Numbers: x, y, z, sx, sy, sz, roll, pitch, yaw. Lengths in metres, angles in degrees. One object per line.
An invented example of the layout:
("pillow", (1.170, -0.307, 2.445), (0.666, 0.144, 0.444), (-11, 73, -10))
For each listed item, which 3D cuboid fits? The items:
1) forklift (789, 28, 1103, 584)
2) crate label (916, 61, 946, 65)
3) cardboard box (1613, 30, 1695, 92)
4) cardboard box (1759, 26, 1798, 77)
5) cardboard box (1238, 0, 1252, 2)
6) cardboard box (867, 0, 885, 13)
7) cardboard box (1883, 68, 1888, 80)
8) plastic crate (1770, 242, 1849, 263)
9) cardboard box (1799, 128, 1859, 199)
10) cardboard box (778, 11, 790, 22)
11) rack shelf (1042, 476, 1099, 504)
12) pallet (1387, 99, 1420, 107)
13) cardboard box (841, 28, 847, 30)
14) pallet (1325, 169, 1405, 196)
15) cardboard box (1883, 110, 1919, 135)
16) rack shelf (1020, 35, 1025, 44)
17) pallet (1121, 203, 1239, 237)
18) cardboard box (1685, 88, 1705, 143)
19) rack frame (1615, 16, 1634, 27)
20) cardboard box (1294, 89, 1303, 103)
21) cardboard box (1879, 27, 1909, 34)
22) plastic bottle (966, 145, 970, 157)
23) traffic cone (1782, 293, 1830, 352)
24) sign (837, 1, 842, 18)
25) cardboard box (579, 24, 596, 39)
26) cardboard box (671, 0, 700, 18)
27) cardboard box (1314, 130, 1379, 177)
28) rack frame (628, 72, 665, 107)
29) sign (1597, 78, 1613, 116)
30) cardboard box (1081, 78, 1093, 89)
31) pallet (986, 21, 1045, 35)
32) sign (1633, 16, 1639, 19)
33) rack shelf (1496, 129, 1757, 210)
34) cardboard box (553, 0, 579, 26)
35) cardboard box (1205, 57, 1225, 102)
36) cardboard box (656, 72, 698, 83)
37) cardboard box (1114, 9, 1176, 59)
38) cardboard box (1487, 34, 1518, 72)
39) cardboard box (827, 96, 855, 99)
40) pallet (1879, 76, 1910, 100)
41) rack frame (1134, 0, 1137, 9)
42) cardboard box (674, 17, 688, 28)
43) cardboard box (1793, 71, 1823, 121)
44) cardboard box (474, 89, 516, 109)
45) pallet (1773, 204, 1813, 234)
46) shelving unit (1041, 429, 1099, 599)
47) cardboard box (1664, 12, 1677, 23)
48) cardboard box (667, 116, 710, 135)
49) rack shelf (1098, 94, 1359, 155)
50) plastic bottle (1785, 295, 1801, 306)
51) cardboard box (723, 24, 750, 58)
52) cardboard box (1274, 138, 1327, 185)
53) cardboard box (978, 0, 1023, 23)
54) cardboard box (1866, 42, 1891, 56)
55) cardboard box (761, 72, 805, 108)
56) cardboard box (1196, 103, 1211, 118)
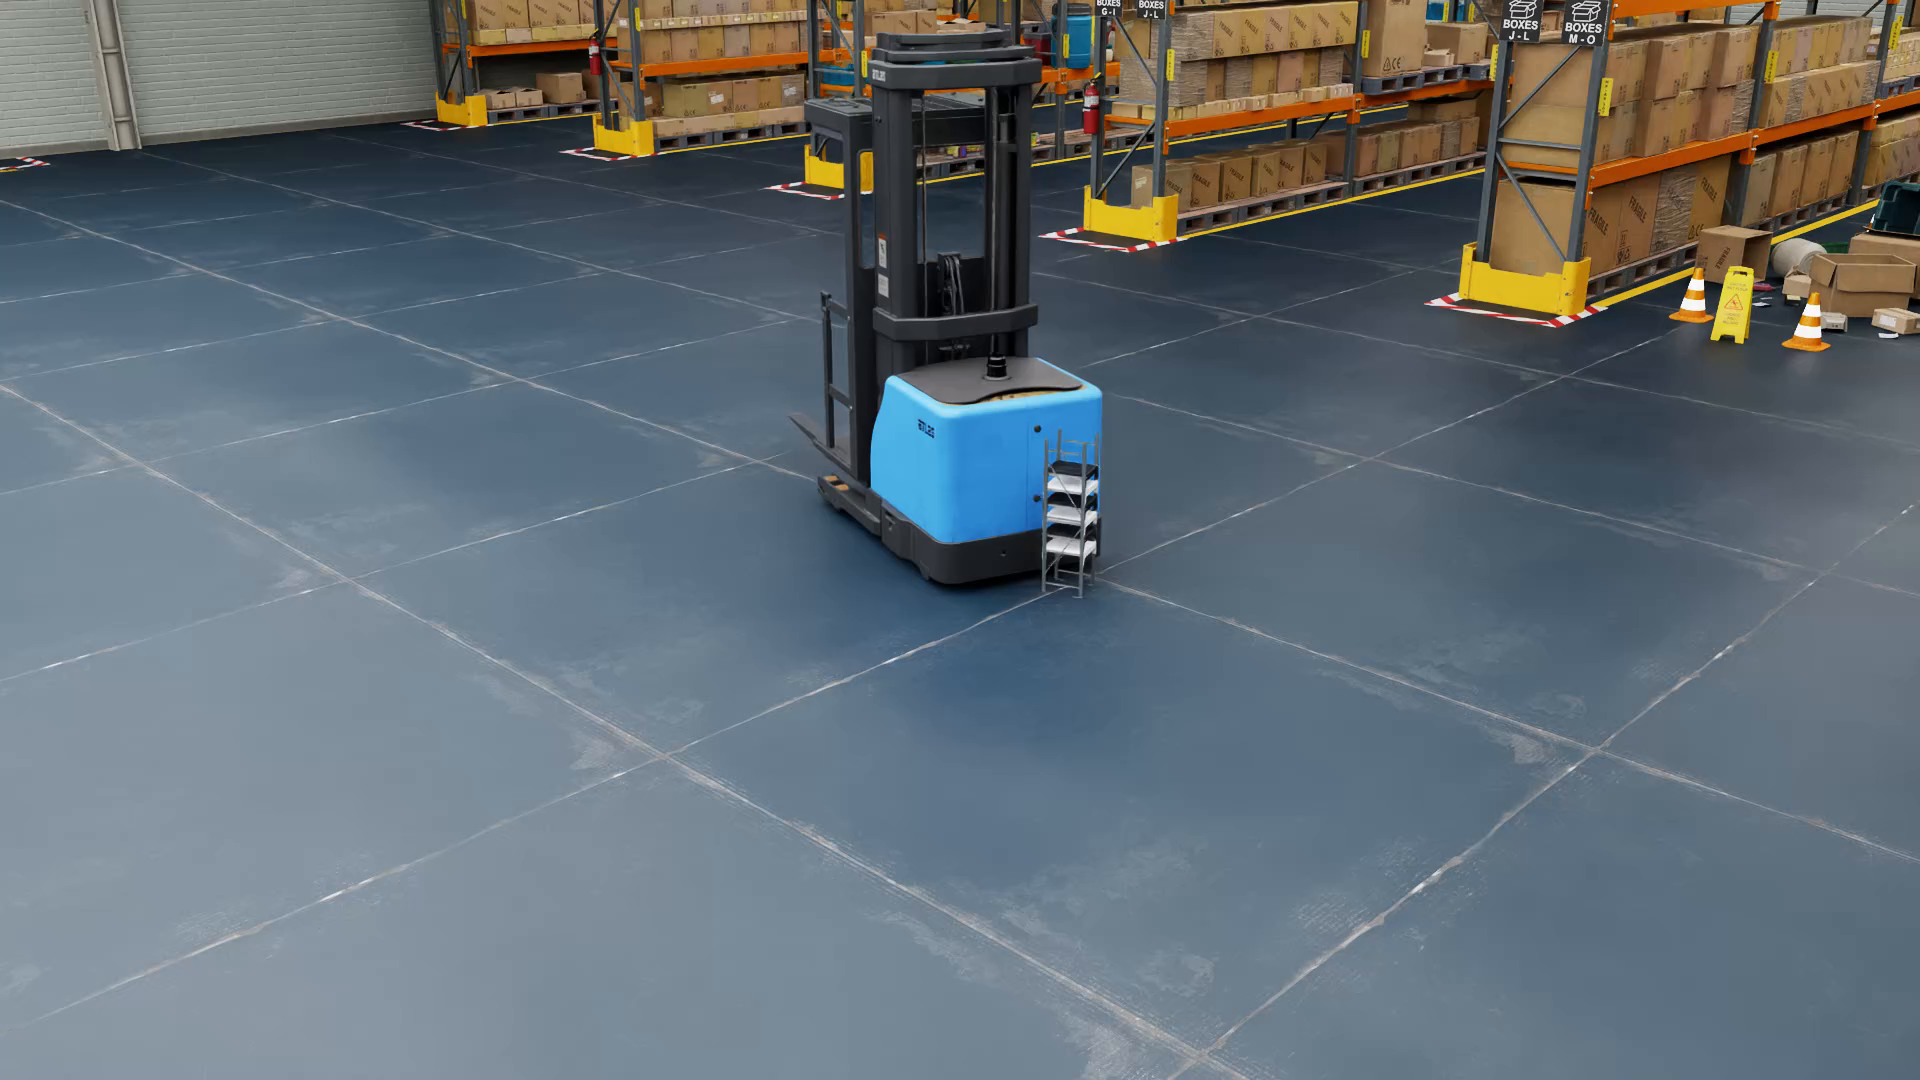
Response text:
("forklift", (-0.266, -1.615, 10.190), (1.130, 2.935, 3.031), (-10, 23, -23))
("crate label", (-0.541, -6.742, 23.386), (0.502, 0.435, 0.616), (19, 28, 41))
("cardboard box", (6.769, -4.781, 16.618), (0.875, 0.550, 0.500), (19, 28, 41))
("cardboard box", (8.890, -5.482, 18.622), (0.700, 0.500, 0.500), (19, 28, 40))
("cardboard box", (5.866, -11.402, 35.419), (0.500, 0.500, 0.500), (-19, 28, -40))
("cardboard box", (-1.908, -11.236, 34.546), (0.500, 0.500, 0.500), (19, 28, 40))
("cardboard box", (11.438, -5.878, 20.951), (0.380, 0.149, 0.250), (19, 28, 40))
("plastic crate", (9.008, -3.048, 17.663), (0.662, 0.188, 0.450), (-6, 12, -15))
("cardboard box", (10.492, -4.746, 20.793), (1.050, 0.750, 0.750), (19, 28, 40))
("cardboard box", (-2.961, -8.481, 26.916), (0.380, 0.149, 0.250), (19, 28, 41))
("rack shelf", (0.608, -0.280, 9.140), (0.258, 0.077, 0.200), (9, 23, 22))
("pallet", (8.076, -8.482, 31.848), (1.003, 0.211, 1.213), (19, 28, 41))
("cardboard box", (-1.906, -8.663, 28.620), (0.396, 0.266, 0.258), (18, 28, 39))
("pallet", (5.250, -4.873, 22.457), (1.003, 0.211, 1.213), (19, 28, 41))
("cardboard box", (12.706, -5.619, 22.367), (0.500, 0.250, 0.500), (18, 27, 38))
("rack shelf", (1.798, -9.661, 32.030), (1.077, 0.370, 4.000), (19, 28, 41))
("pallet", (2.562, -3.863, 19.832), (1.003, 0.211, 1.213), (19, 28, 41))
("cardboard box", (7.113, -4.422, 17.190), (0.875, 0.550, 0.550), (19, 28, 41))
("rack frame", (10.288, -8.030, 26.786), (1.000, 3.000, 0.127), (19, 28, 41))
("cardboard box", (4.006, -5.493, 20.535), (0.380, 0.149, 0.250), (19, 28, 41))
("cardboard box", (12.977, -7.060, 23.197), (0.250, 0.149, 0.380), (-19, 28, -41))
("plastic bottle", (0.096, -5.593, 23.635), (0.097, 0.271, 0.097), (0, 21, 0))
("traffic cone", (7.361, -1.905, 14.386), (0.336, 0.463, 0.334), (19, 28, 41))
("sign", (-1.989, -8.757, 27.359), (0.100, 0.325, 0.005), (19, 28, 41))
("cardboard box", (-6.746, -9.175, 29.947), (0.500, 0.250, 0.500), (19, 28, 40))
("cardboard box", (-4.443, -8.345, 25.657), (0.700, 0.500, 0.500), (18, 28, 39))
("cardboard box", (5.151, -5.165, 22.202), (0.700, 0.500, 0.500), (17, 27, 37))
("rack frame", (-5.939, -9.693, 31.112), (1.000, 3.000, 0.127), (19, 28, 41))
("sign", (5.794, -3.979, 14.928), (0.100, 0.325, 0.005), (19, 28, 41))
("cardboard box", (2.353, -9.097, 32.432), (0.500, 0.500, 0.500), (20, 29, 41))
("pallet", (0.825, -9.584, 31.097), (1.213, 0.211, 1.003), (19, 28, 41))
("sign", (10.684, -8.400, 26.245), (0.100, 0.325, 0.005), (19, 28, 41))
("rack shelf", (6.796, -3.856, 16.930), (1.077, 0.370, 4.000), (19, 28, 41))
("cardboard box", (-7.113, -9.393, 29.468), (0.500, 0.500, 0.500), (-19, 28, -40))
("cardboard box", (2.583, -5.424, 19.452), (0.875, 0.500, 0.500), (19, 28, 41))
("cardboard box", (-5.438, -8.925, 31.984), (0.500, 0.500, 0.700), (-19, 28, -40))
("cardboard box", (2.124, -5.801, 19.038), (0.500, 0.500, 0.500), (19, 28, 41))
("cardboard box", (8.032, -7.105, 24.241), (0.500, 0.500, 0.500), (-19, 28, -40))
("cardboard box", (-1.921, -7.672, 28.320), (0.500, 0.311, 0.500), (19, 28, 41))
("pallet", (11.402, -5.855, 21.394), (1.213, 0.211, 1.003), (19, 28, 41))
("rack frame", (3.193, -10.510, 33.239), (1.000, 3.000, 0.127), (19, 28, 41))
("cardboard box", (-4.393, -7.955, 25.546), (0.380, 0.149, 0.250), (19, 28, 41))
("cardboard box", (9.453, -5.079, 18.968), (0.500, 0.500, 0.500), (19, 28, 40))
("cardboard box", (-8.183, -7.770, 29.244), (0.500, 0.311, 0.500), (15, 26, 35))
("pallet", (9.526, -3.937, 20.023), (1.003, 0.211, 1.213), (19, 28, 41))
("shelving unit", (0.608, -0.143, 9.192), (0.258, 0.900, 0.210), (9, 23, 22))
("cardboard box", (11.514, -8.768, 27.454), (0.500, 0.500, 0.500), (18, 28, 39))
("cardboard box", (-4.298, -6.550, 26.182), (0.500, 0.250, 0.500), (19, 28, 41))
("rack shelf", (3.312, -5.124, 20.227), (1.077, 0.370, 4.000), (19, 28, 41))
("plastic bottle", (8.014, -2.312, 16.005), (0.133, 0.061, 0.283), (9, 23, 23))
("cardboard box", (-3.765, -7.988, 26.537), (0.500, 0.500, 0.700), (-19, 28, -40))
("cardboard box", (4.400, -4.910, 21.567), (0.500, 0.500, 0.500), (18, 28, 39))
("cardboard box", (0.761, -9.915, 30.965), (0.700, 0.500, 0.500), (9, 23, 23))
("cardboard box", (11.445, -6.162, 20.862), (0.380, 0.149, 0.250), (19, 28, 41))
("cardboard box", (-2.912, -7.417, 27.393), (0.500, 0.500, 0.500), (19, 28, 41))
("cardboard box", (2.660, -4.962, 19.153), (0.380, 0.149, 0.250), (19, 28, 41))
